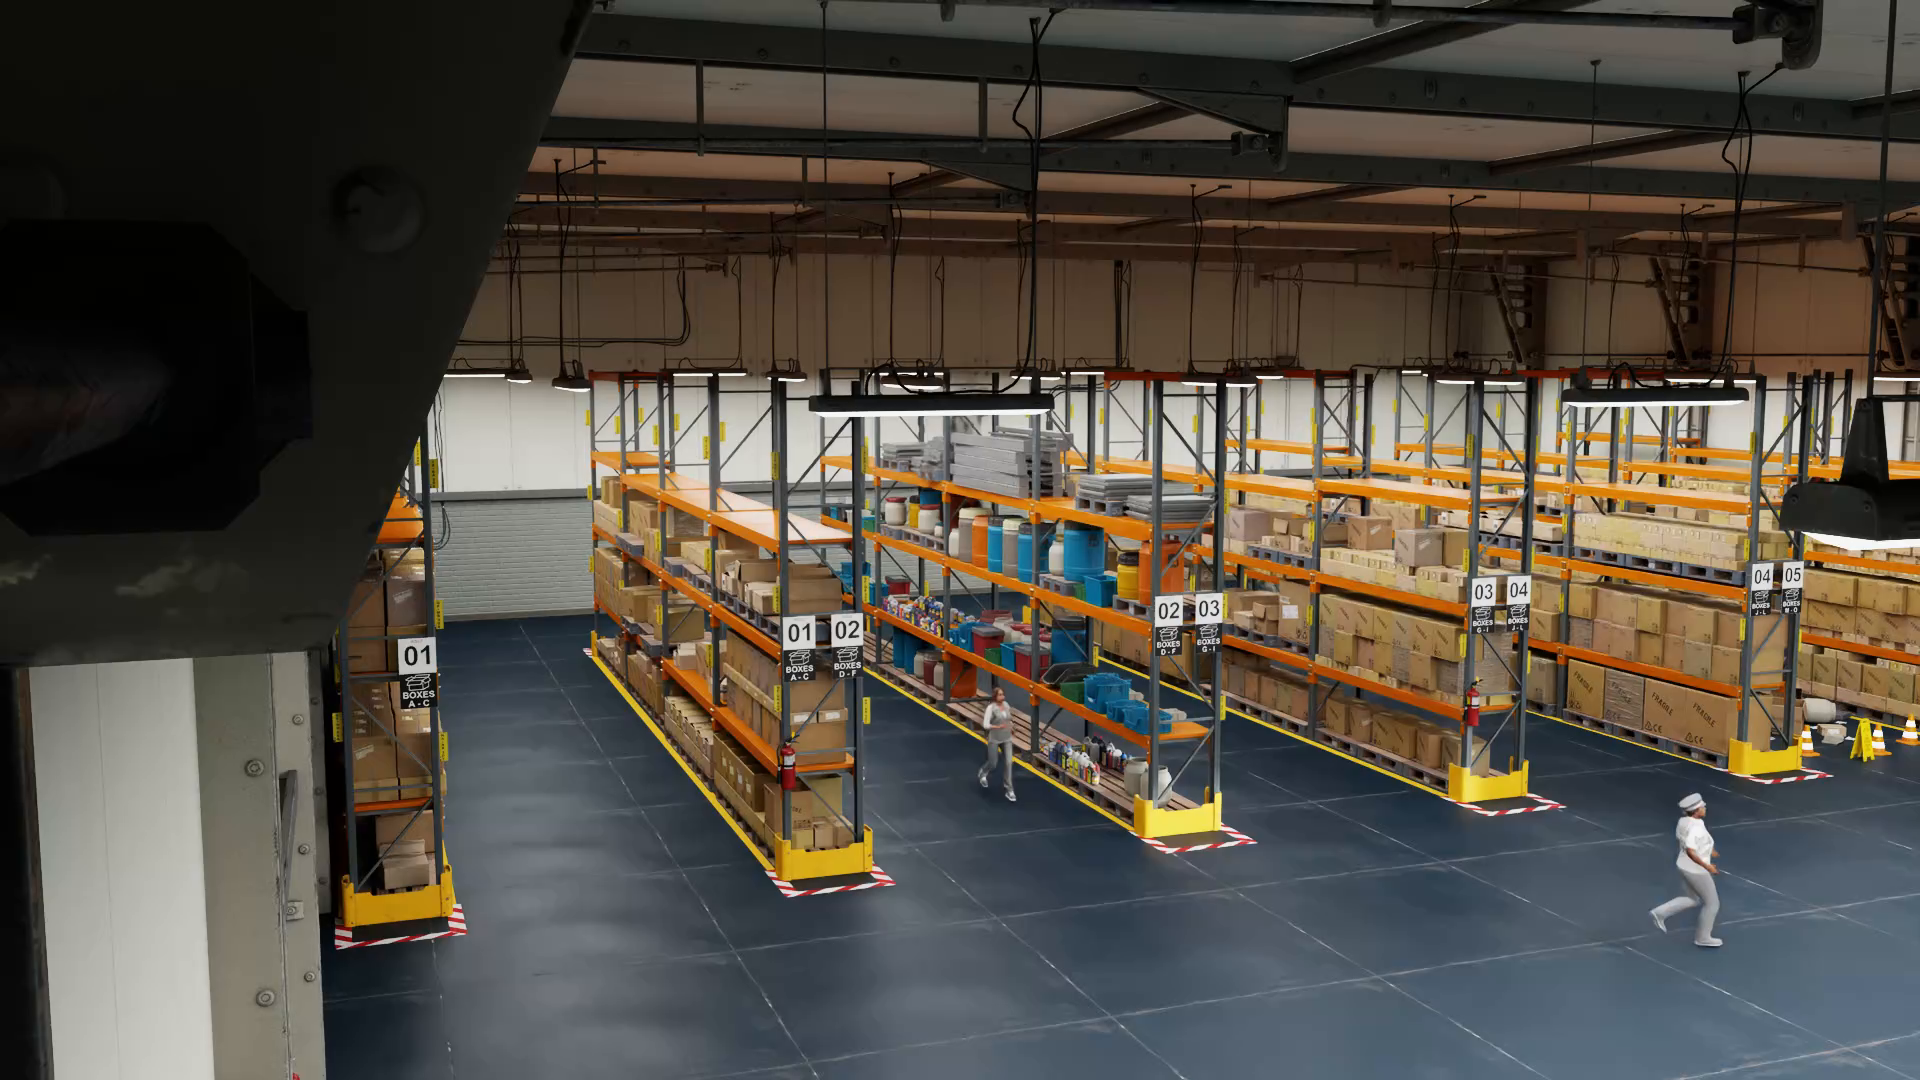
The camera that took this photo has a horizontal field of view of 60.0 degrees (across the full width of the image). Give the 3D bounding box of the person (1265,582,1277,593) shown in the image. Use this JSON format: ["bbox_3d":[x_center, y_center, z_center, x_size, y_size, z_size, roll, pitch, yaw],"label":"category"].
[{"bbox_3d":[7.818,0.800,41.827,0.689,1.820,0.642,-4,7,-29],"label":"person"}]

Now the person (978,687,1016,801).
[{"bbox_3d":[0.556,2.878,23.779,0.543,1.578,0.882,-3,7,-27],"label":"person"}]

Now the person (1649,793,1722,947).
[{"bbox_3d":[7.826,3.524,17.790,0.720,1.660,0.584,0,6,4],"label":"person"}]

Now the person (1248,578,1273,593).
[{"bbox_3d":[7.485,0.864,41.635,0.903,1.656,0.592,3,7,26],"label":"person"}]
